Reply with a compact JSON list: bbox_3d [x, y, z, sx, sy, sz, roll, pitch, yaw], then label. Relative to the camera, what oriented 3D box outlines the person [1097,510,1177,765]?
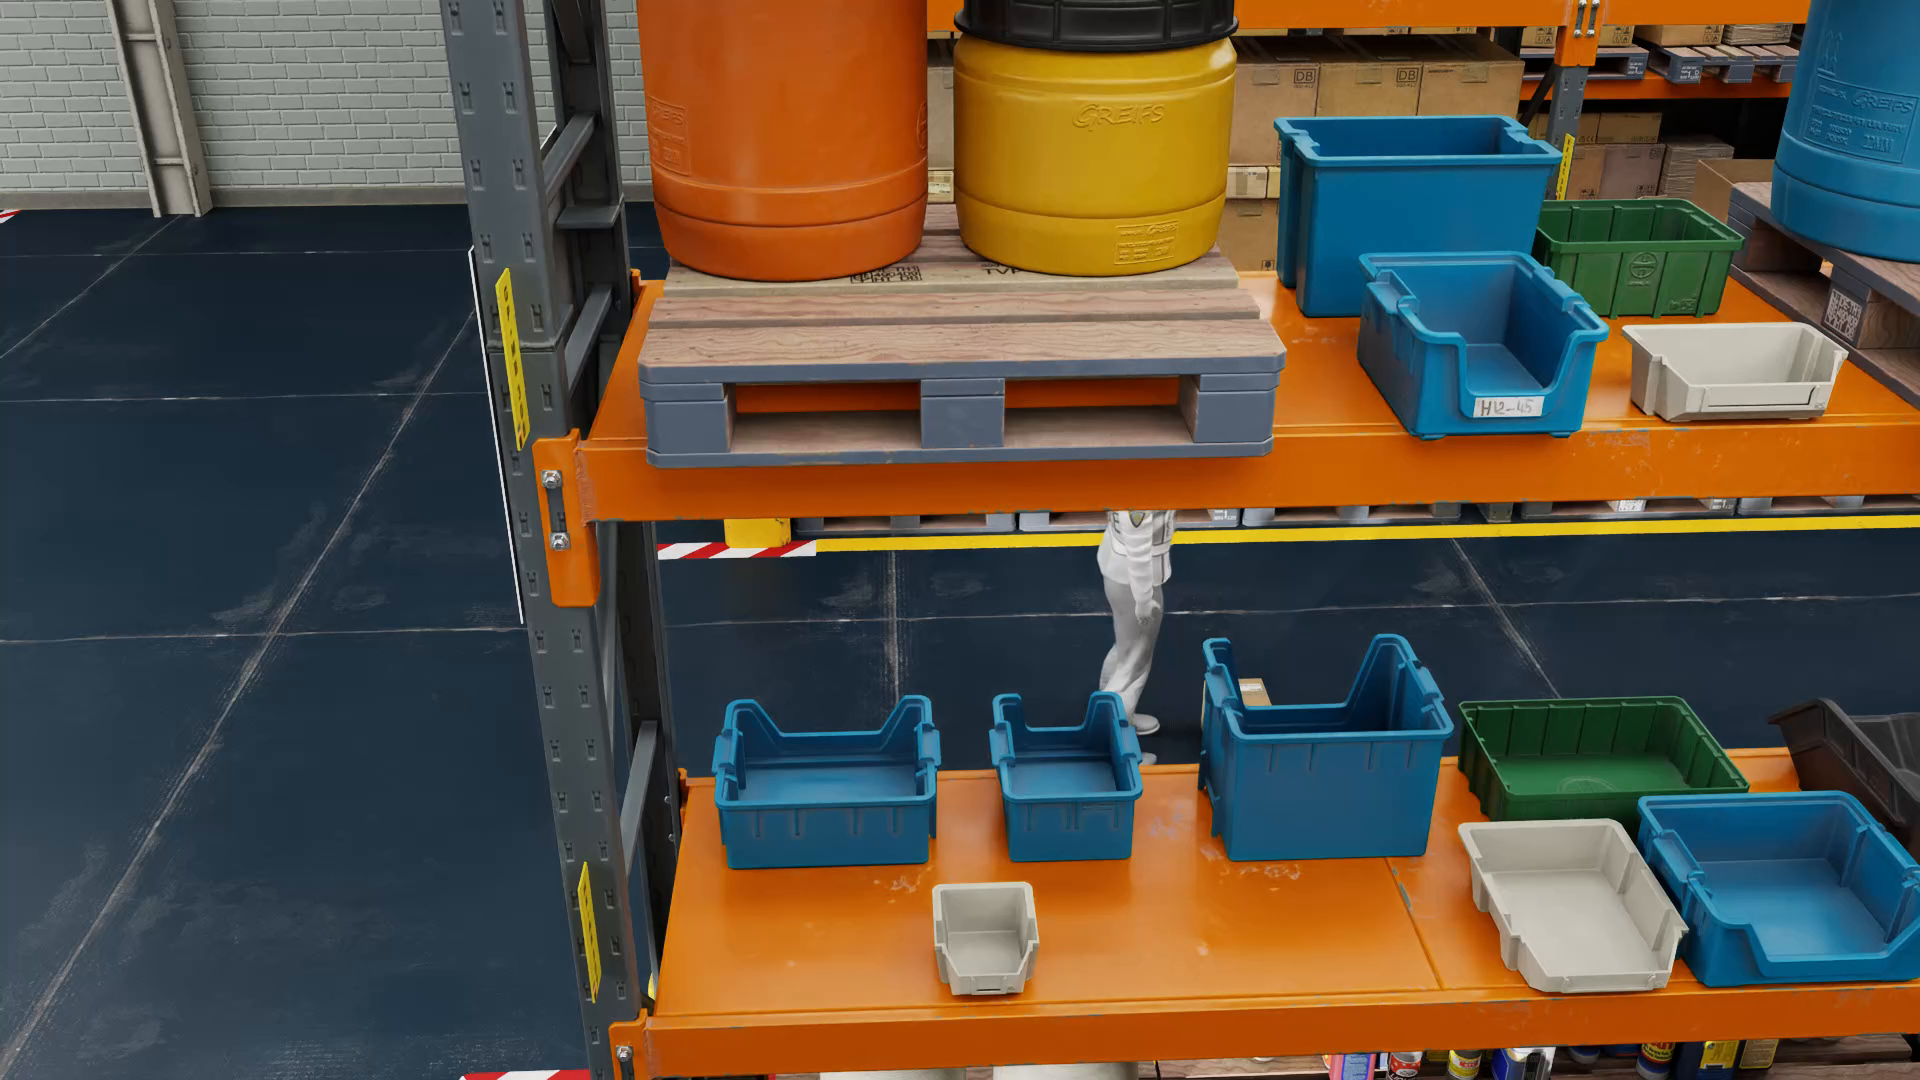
[{"bbox_3d":[0.719,0.150,6.840,0.343,1.701,0.465,-1,28,-1],"label":"person"}]
